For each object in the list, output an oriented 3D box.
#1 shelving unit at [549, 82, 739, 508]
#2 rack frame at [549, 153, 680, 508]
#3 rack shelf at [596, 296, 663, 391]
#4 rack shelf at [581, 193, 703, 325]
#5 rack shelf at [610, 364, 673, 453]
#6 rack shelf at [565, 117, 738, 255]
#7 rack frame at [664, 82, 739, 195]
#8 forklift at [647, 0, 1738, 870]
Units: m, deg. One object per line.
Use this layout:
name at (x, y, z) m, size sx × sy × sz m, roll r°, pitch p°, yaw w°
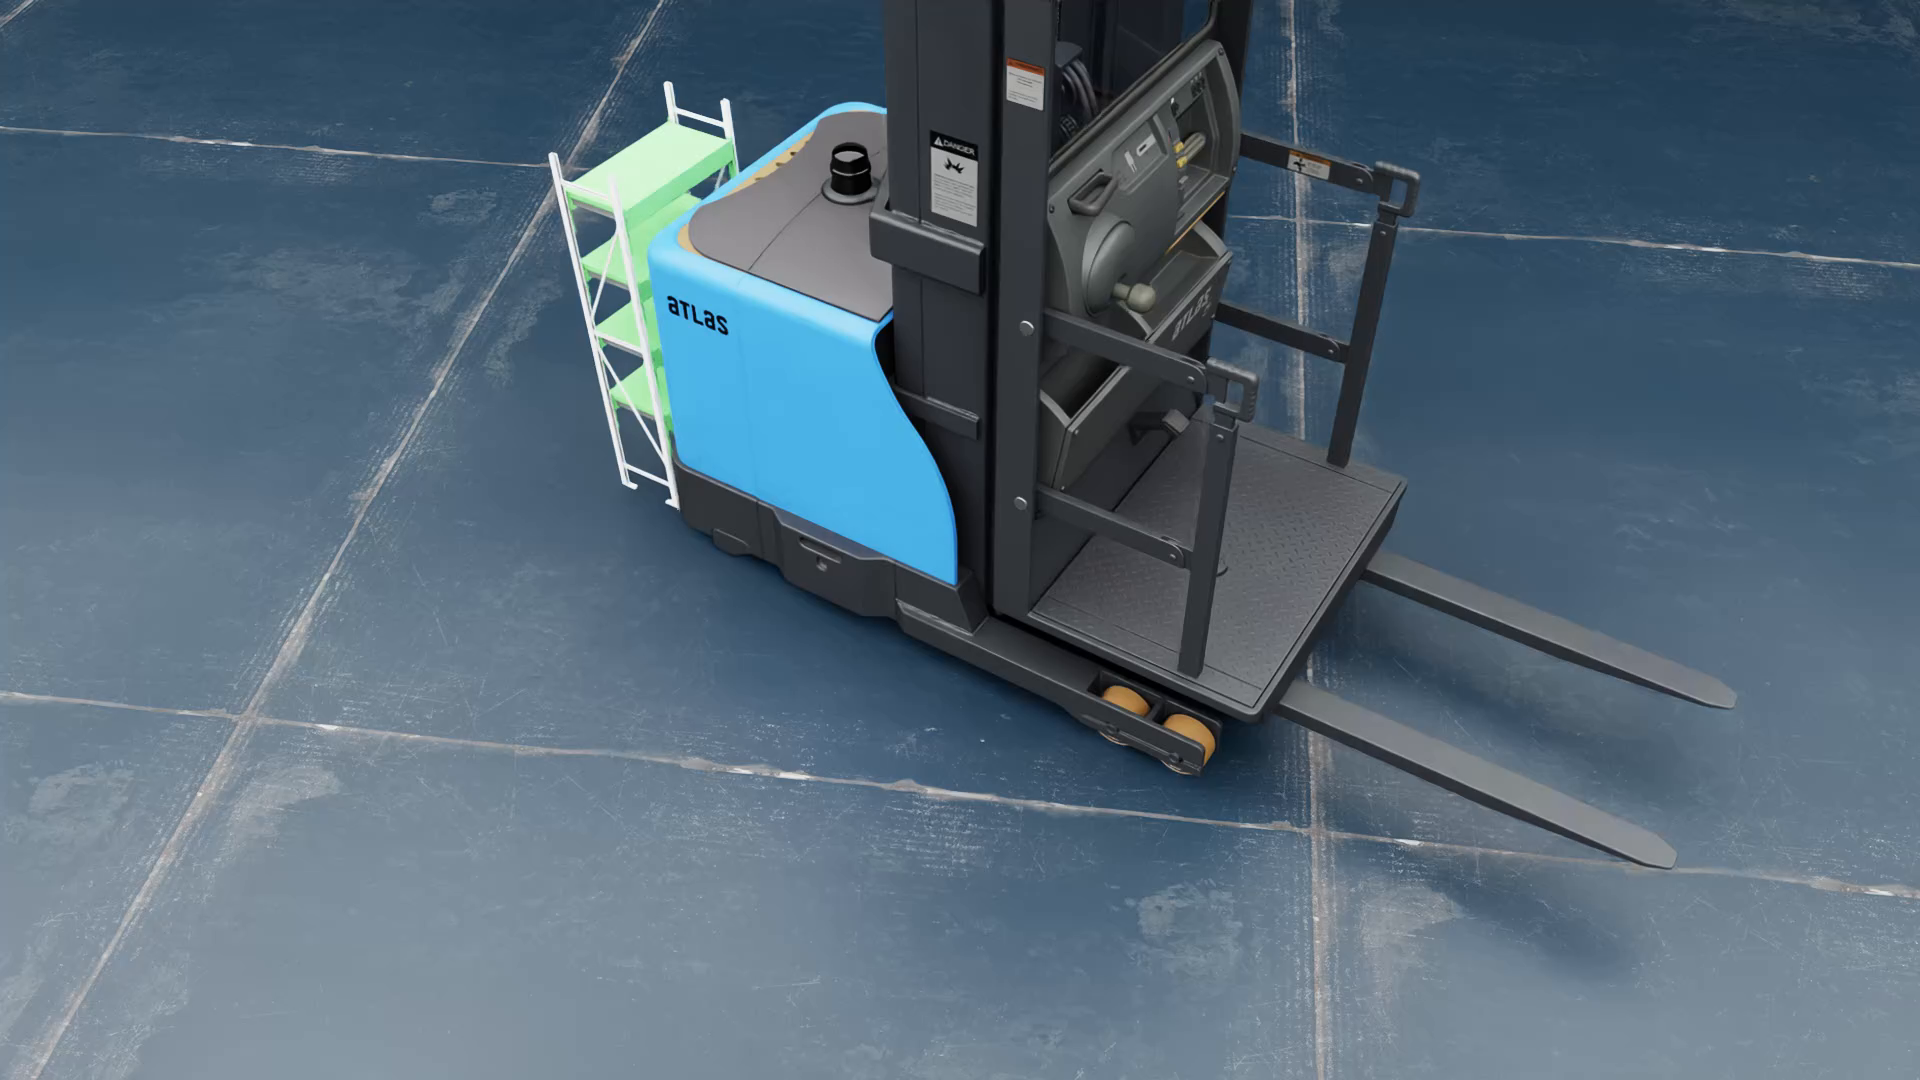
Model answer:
shelving unit at (-0.888, -0.732, 5.142) m, size 0.258 × 1.200 × 0.503 m, roll 23°, pitch 48°, yaw 26°
rack frame at (-1.023, -0.592, 4.994) m, size 0.240 × 1.200 × 0.015 m, roll 23°, pitch 48°, yaw 26°
rack shelf at (-0.886, -0.685, 5.185) m, size 0.258 × 0.148 × 0.480 m, roll 23°, pitch 48°, yaw 26°
rack shelf at (-0.895, -0.863, 5.024) m, size 0.258 × 0.148 × 0.480 m, roll 23°, pitch 48°, yaw 26°
rack shelf at (-0.877, -0.507, 5.345) m, size 0.258 × 0.148 × 0.480 m, roll 23°, pitch 48°, yaw 26°
rack shelf at (-0.904, -1.041, 4.864) m, size 0.258 × 0.148 × 0.480 m, roll 23°, pitch 48°, yaw 26°
rack frame at (-0.754, -0.872, 5.290) m, size 0.240 × 1.200 × 0.015 m, roll 23°, pitch 48°, yaw 26°
forklift at (0.640, -0.842, 4.008) m, size 3.031 × 2.935 × 1.130 m, roll 23°, pitch 48°, yaw 23°
